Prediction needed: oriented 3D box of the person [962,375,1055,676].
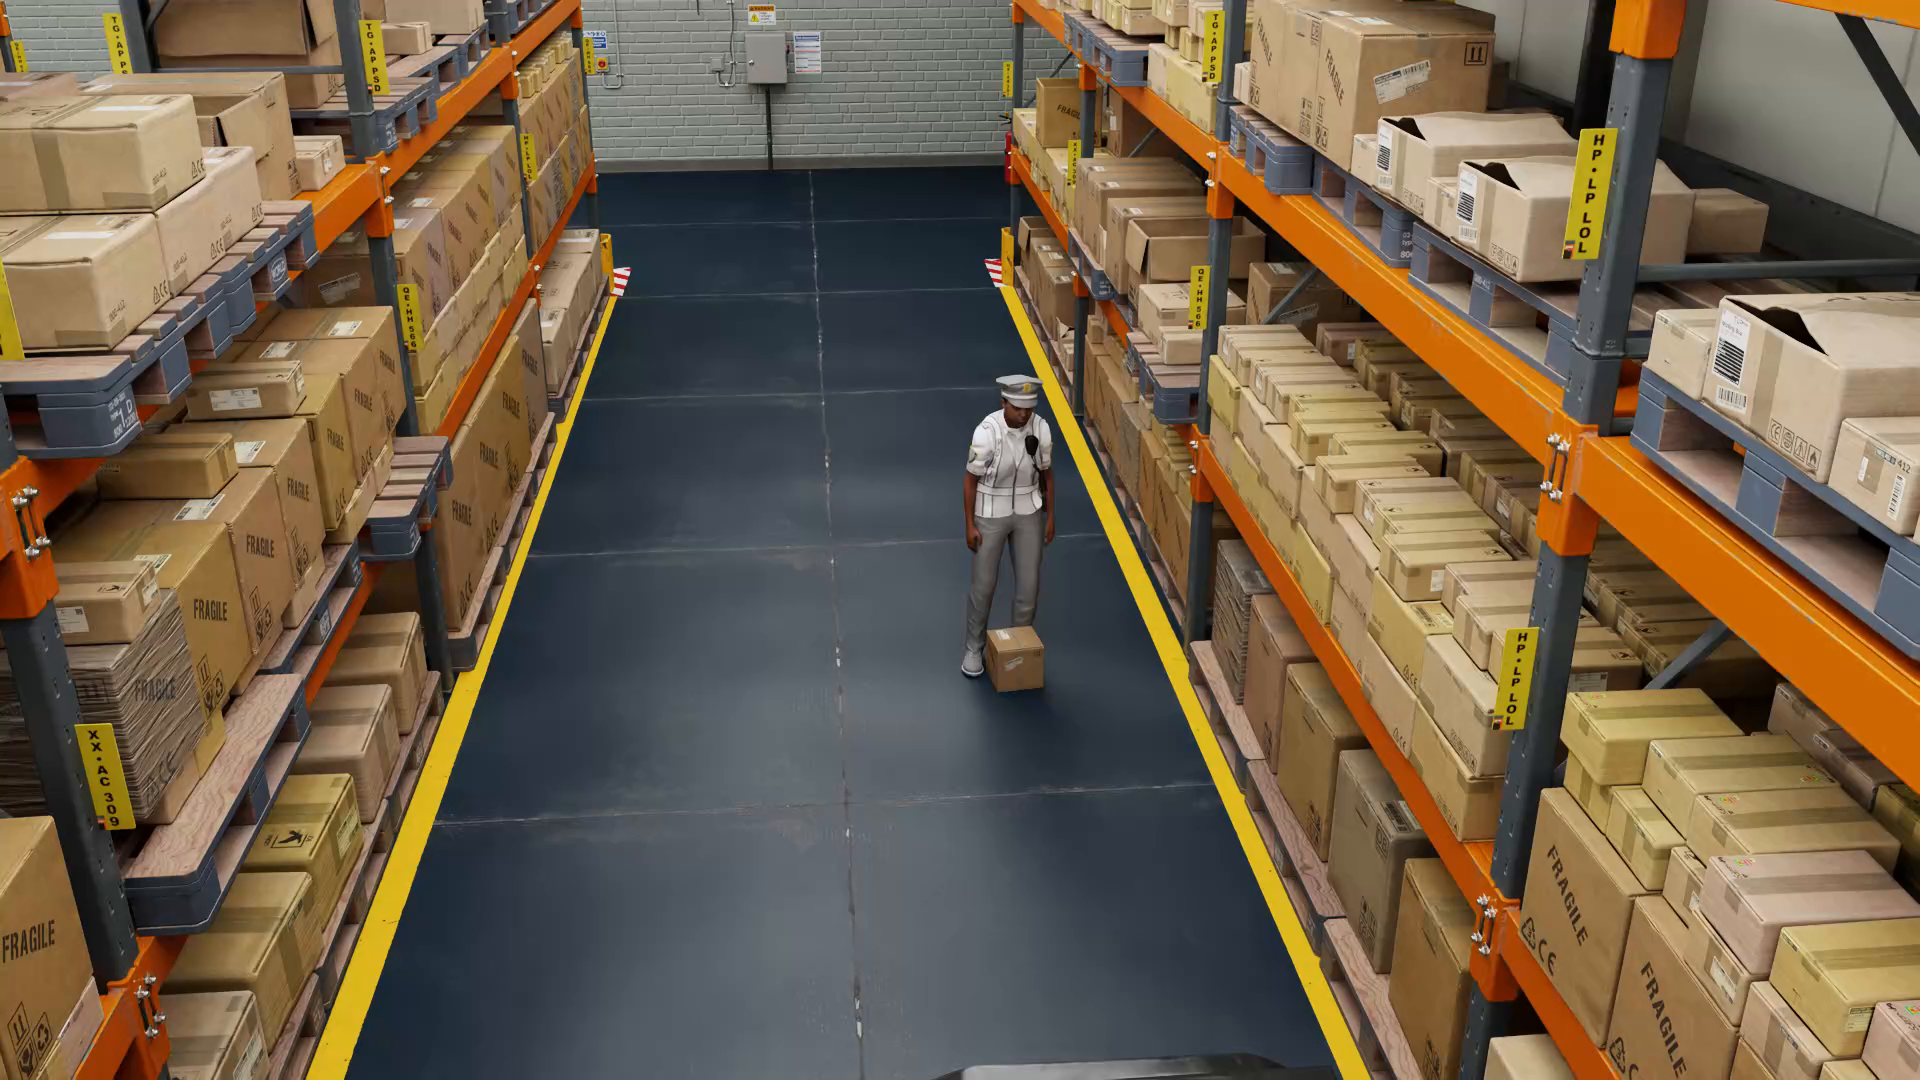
[{"bbox_3d":[0.254,-0.092,8.805,0.532,1.663,0.423,-6,25,-13],"label":"person"}]
